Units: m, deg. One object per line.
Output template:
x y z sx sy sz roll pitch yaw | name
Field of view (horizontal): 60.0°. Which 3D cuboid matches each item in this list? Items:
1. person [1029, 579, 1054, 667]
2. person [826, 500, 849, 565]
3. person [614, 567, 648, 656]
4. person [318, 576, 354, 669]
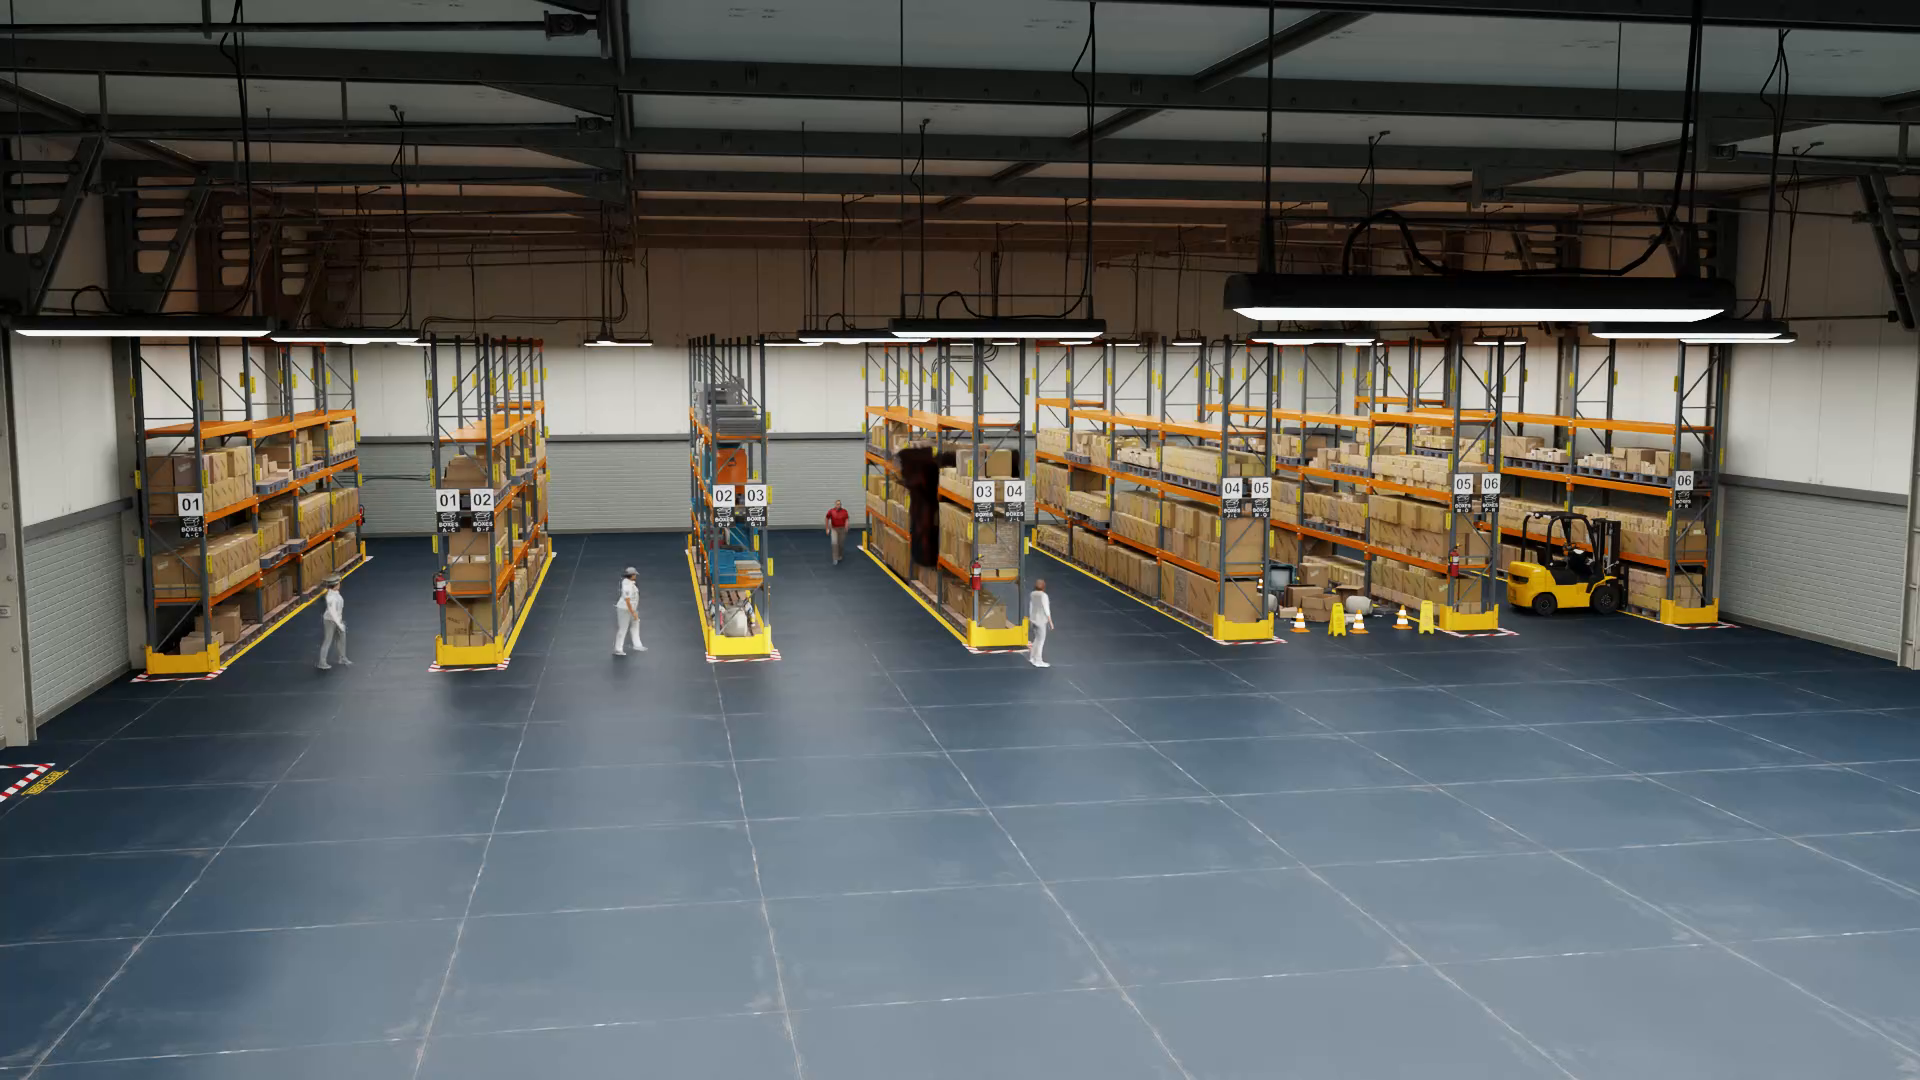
1.450 1.517 30.097 0.328 1.638 0.506 -4 8 -33 | person
-3.294 -0.213 44.732 0.625 1.741 0.947 -1 7 -8 | person
-6.236 1.327 31.406 0.539 1.666 0.712 0 7 2 | person
-11.300 1.486 30.030 0.532 1.702 0.634 0 7 -3 | person
